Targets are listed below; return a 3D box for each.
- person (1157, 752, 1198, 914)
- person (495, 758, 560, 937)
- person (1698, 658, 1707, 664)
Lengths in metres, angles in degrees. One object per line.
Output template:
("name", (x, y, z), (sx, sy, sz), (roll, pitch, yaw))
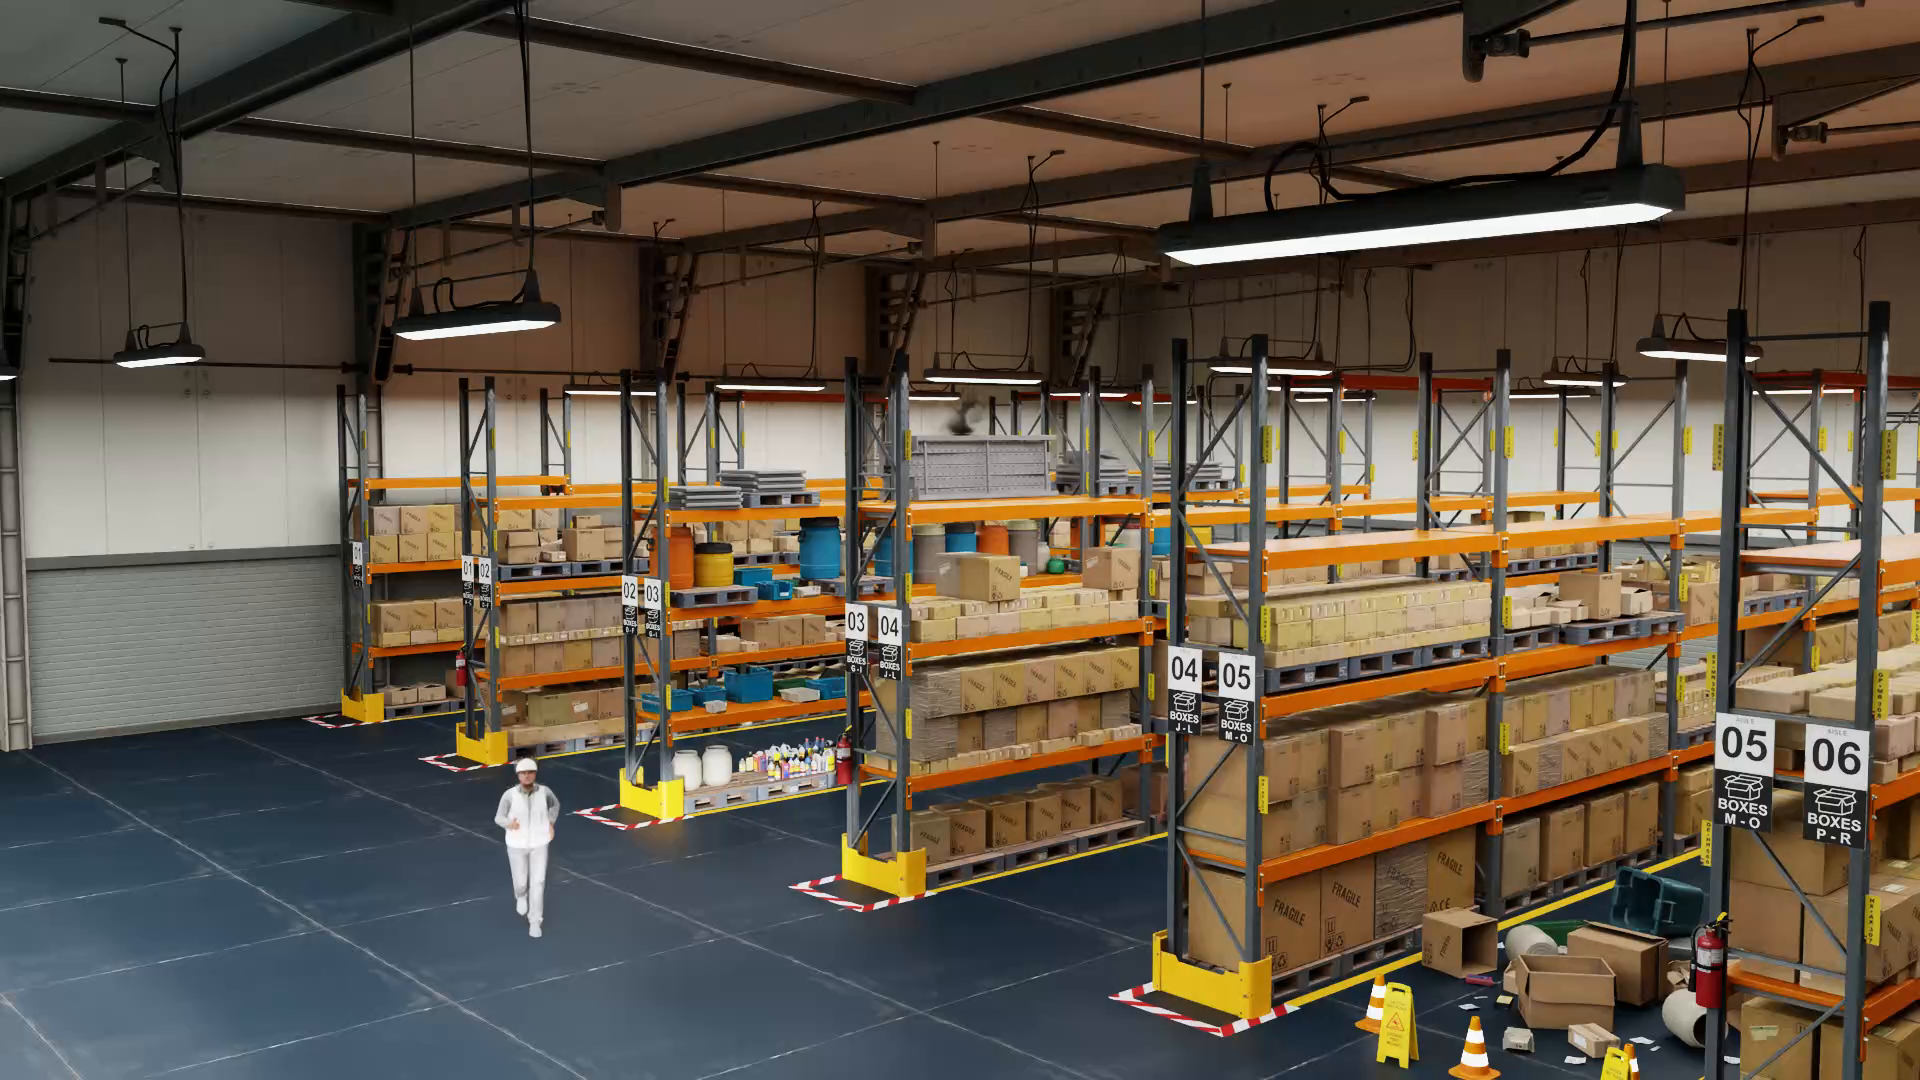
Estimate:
("person", (2.454, 3.126, 17.827), (0.706, 1.725, 0.663), (3, 5, 40))
("person", (-4.442, 3.120, 17.125), (0.663, 1.744, 0.990), (-1, 4, -17))
("person", (11.481, 2.649, 25.656), (0.681, 1.683, 0.553), (-3, 5, -42))
